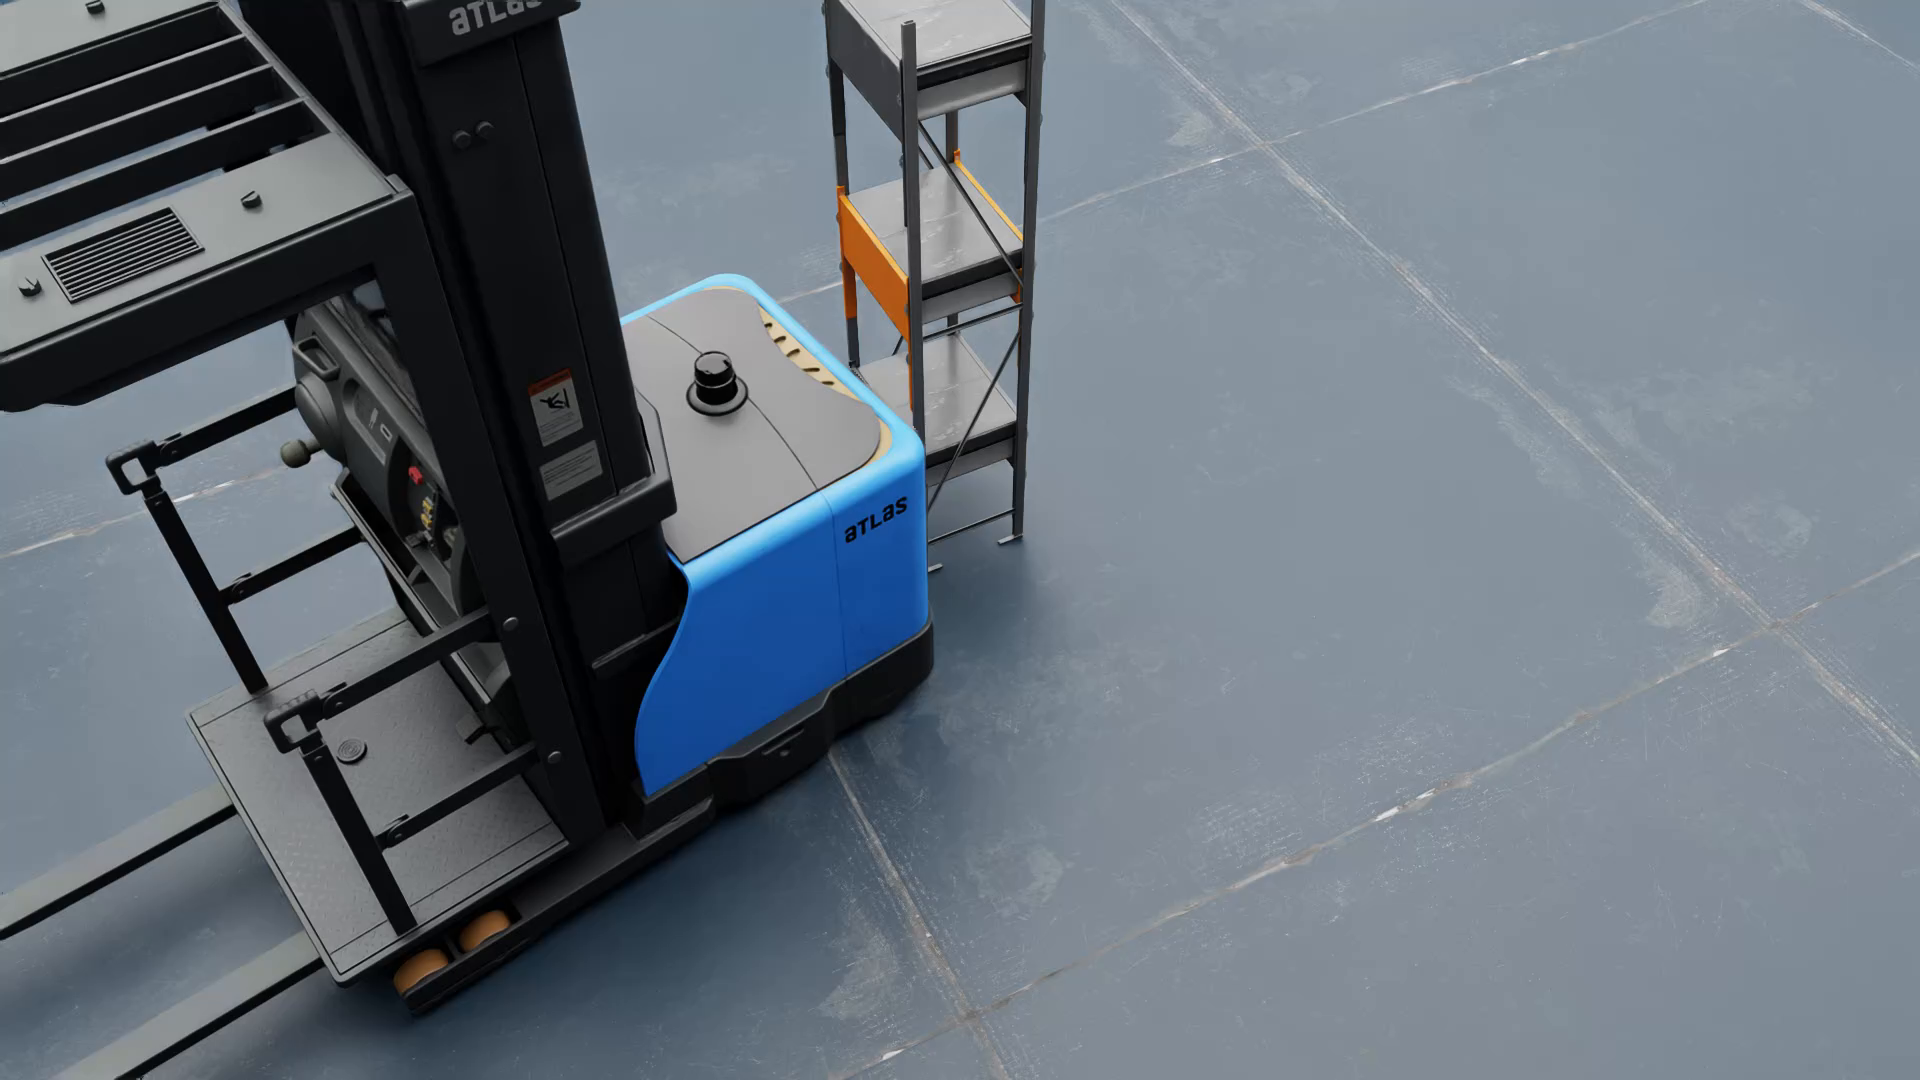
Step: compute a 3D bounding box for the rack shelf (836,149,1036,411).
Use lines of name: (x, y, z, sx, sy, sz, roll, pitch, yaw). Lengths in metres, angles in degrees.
rack shelf: (-0.076, -0.793, 5.067, 0.431, 0.518, 0.480, -21, 52, -18)

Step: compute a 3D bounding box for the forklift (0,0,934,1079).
forklift: (-1.557, -0.127, 3.914, 3.031, 2.935, 1.130, -30, 55, -24)

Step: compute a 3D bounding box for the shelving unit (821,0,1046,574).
shelving unit: (-0.076, -0.802, 5.057, 0.431, 2.100, 0.503, -21, 52, -18)

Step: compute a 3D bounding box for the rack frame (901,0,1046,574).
rack frame: (0.036, -0.639, 4.914, 0.400, 2.100, 0.015, -21, 52, -18)

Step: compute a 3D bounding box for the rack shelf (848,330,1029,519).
rack shelf: (-0.076, -0.332, 5.594, 0.431, 0.518, 0.480, -21, 52, -18)

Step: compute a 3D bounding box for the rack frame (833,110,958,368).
rack frame: (-0.187, -0.965, 5.199, 0.400, 2.100, 0.015, -21, 52, -18)

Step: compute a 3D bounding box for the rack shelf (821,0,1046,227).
rack shelf: (-0.076, -1.254, 4.540, 0.431, 0.518, 0.480, -21, 52, -18)
